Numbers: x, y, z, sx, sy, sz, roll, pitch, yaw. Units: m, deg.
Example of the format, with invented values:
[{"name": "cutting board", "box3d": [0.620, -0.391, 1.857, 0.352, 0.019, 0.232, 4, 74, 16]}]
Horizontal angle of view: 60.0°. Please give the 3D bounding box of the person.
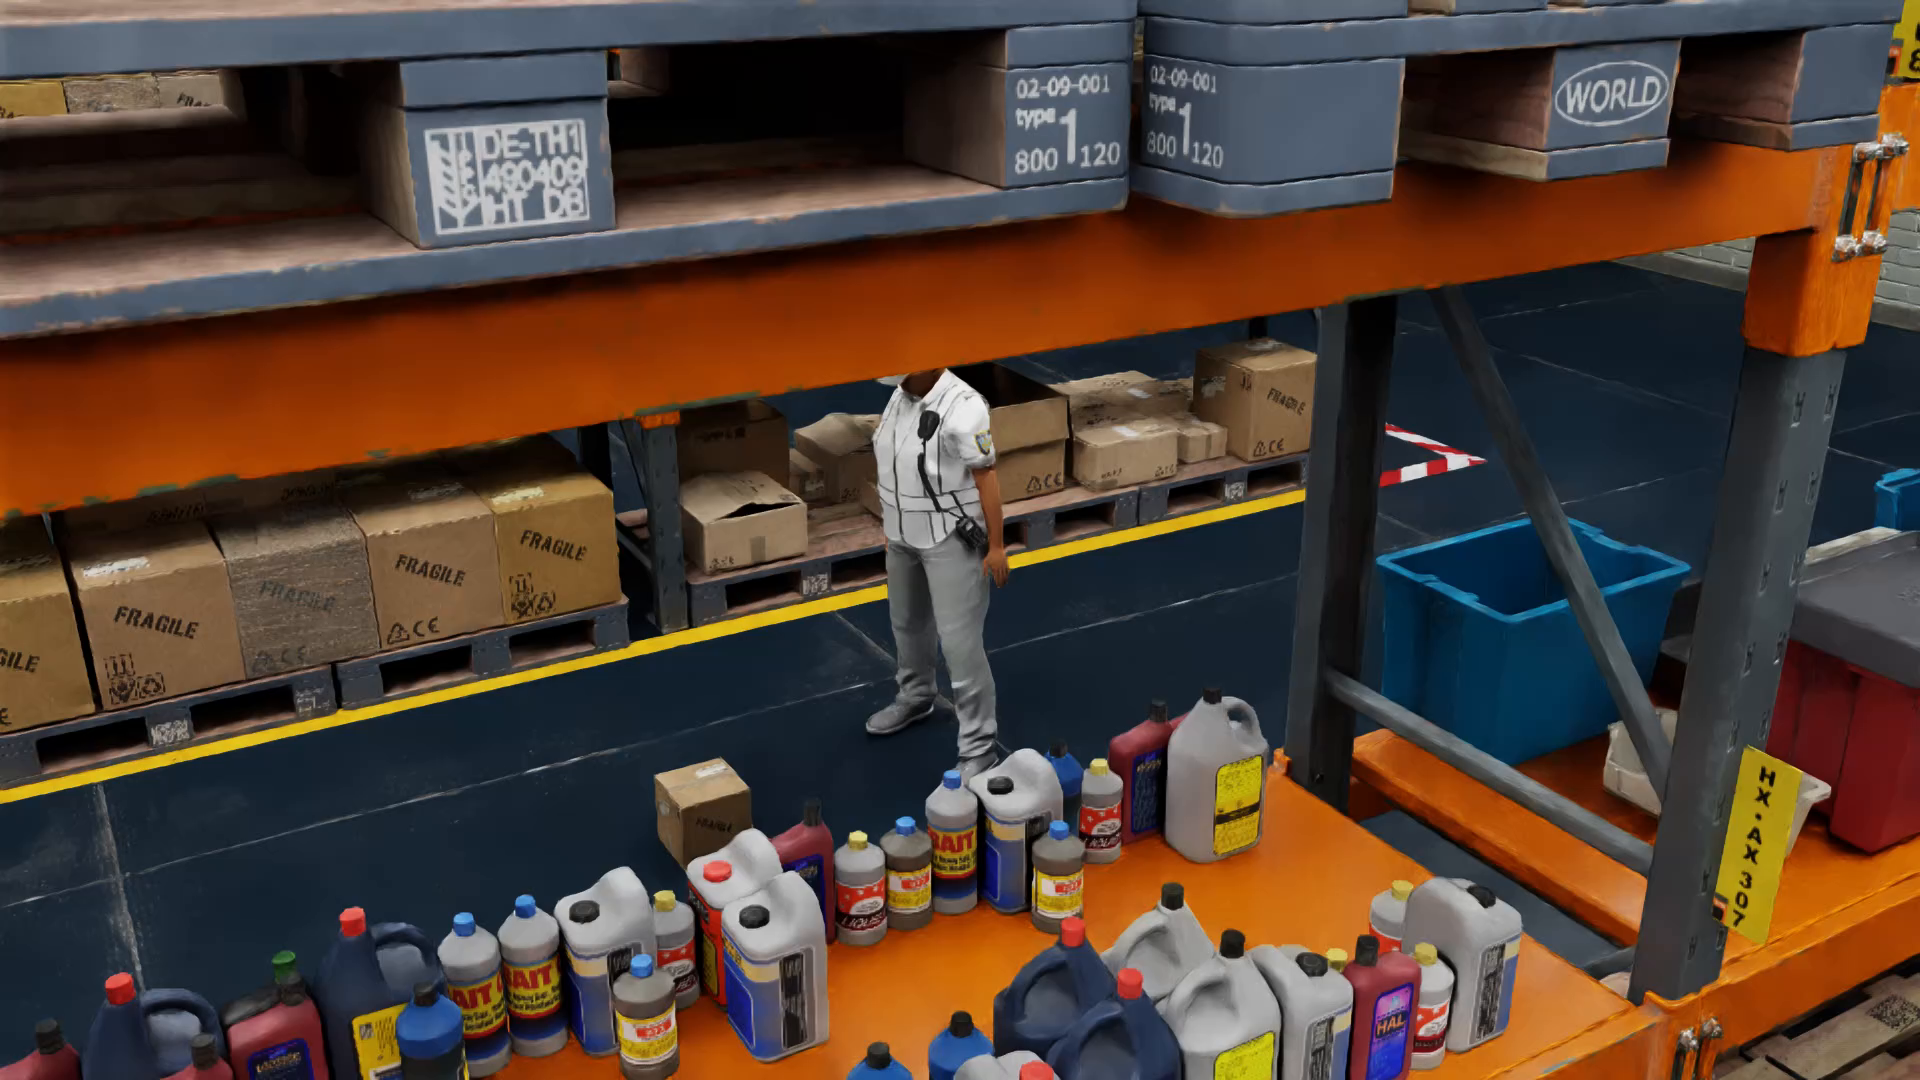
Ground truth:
[{"name": "person", "box3d": [-0.080, 0.031, 5.978, 0.475, 1.653, 0.687, -19, 28, -38]}]
